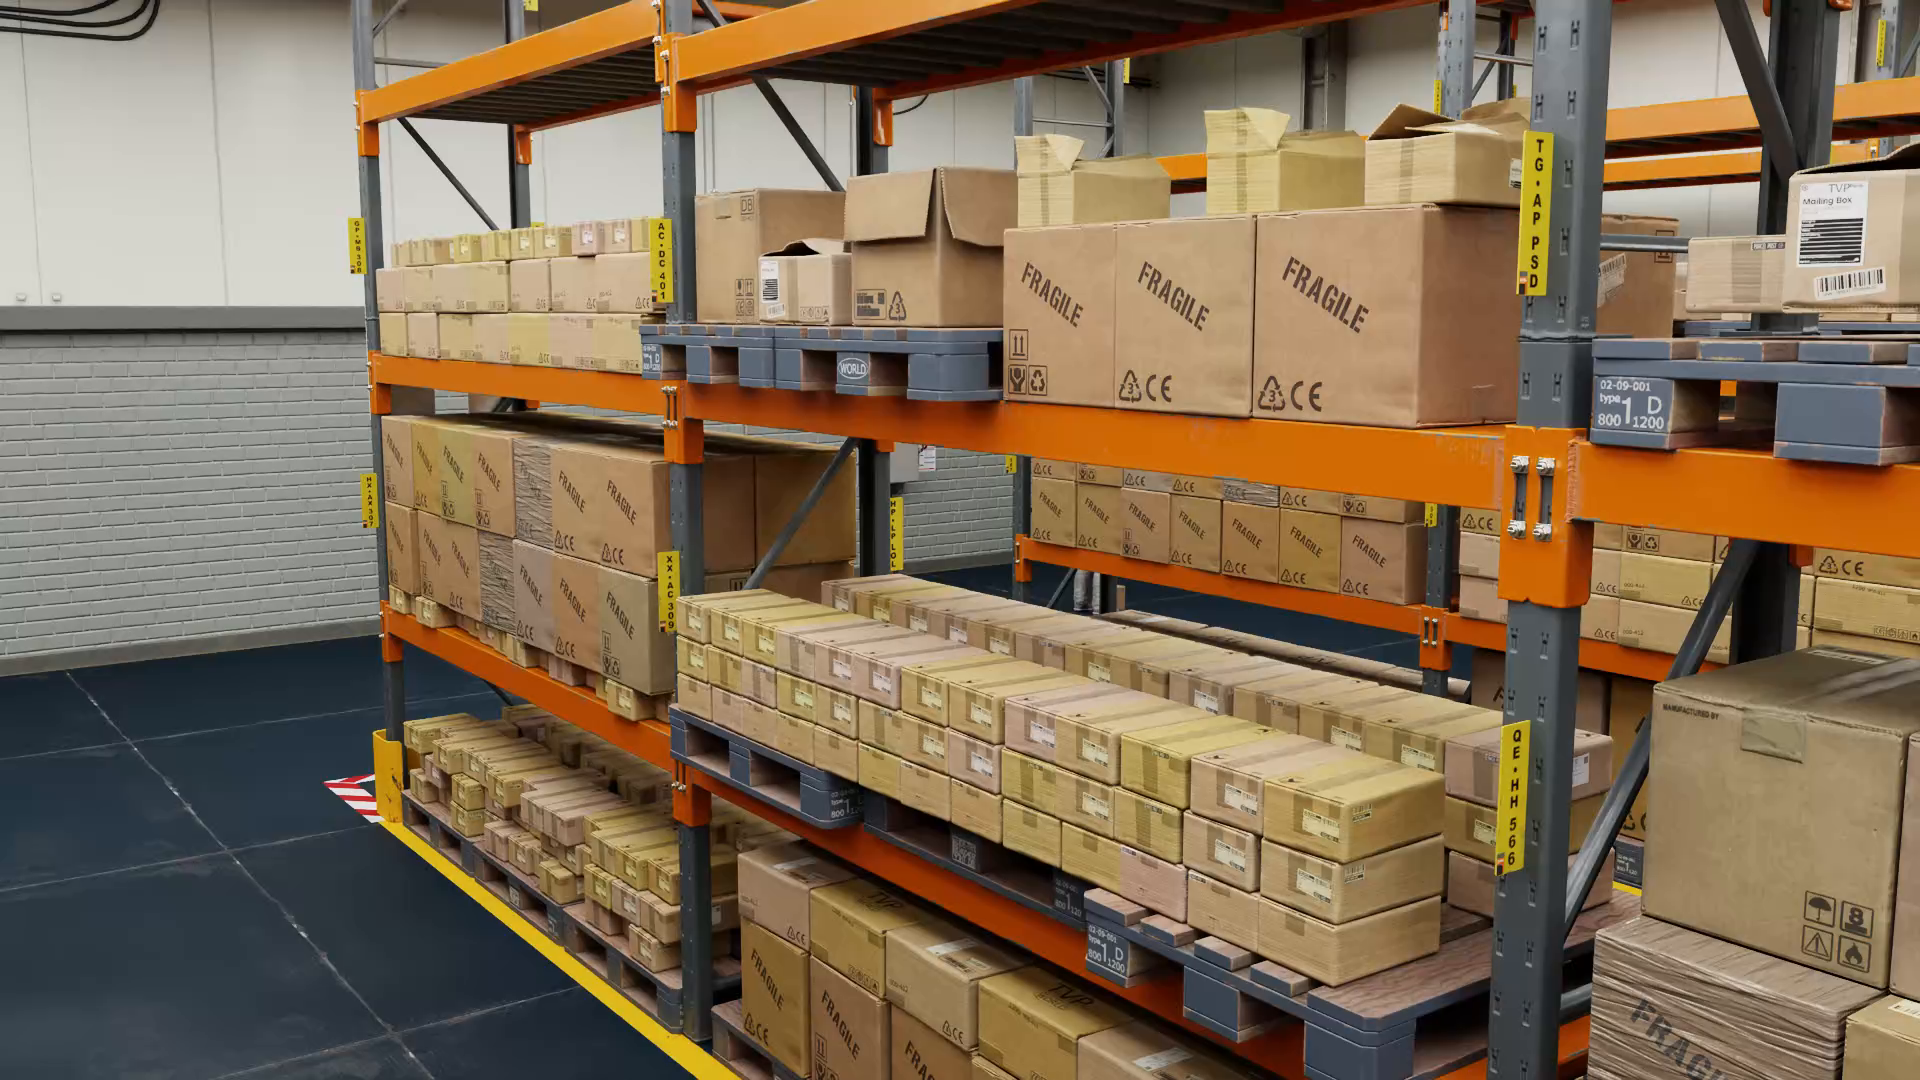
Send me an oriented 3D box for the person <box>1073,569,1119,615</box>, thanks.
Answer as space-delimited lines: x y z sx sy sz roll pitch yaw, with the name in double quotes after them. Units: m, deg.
1.359 -0.085 16.902 0.473 1.666 0.547 -6 10 -37 "person"
